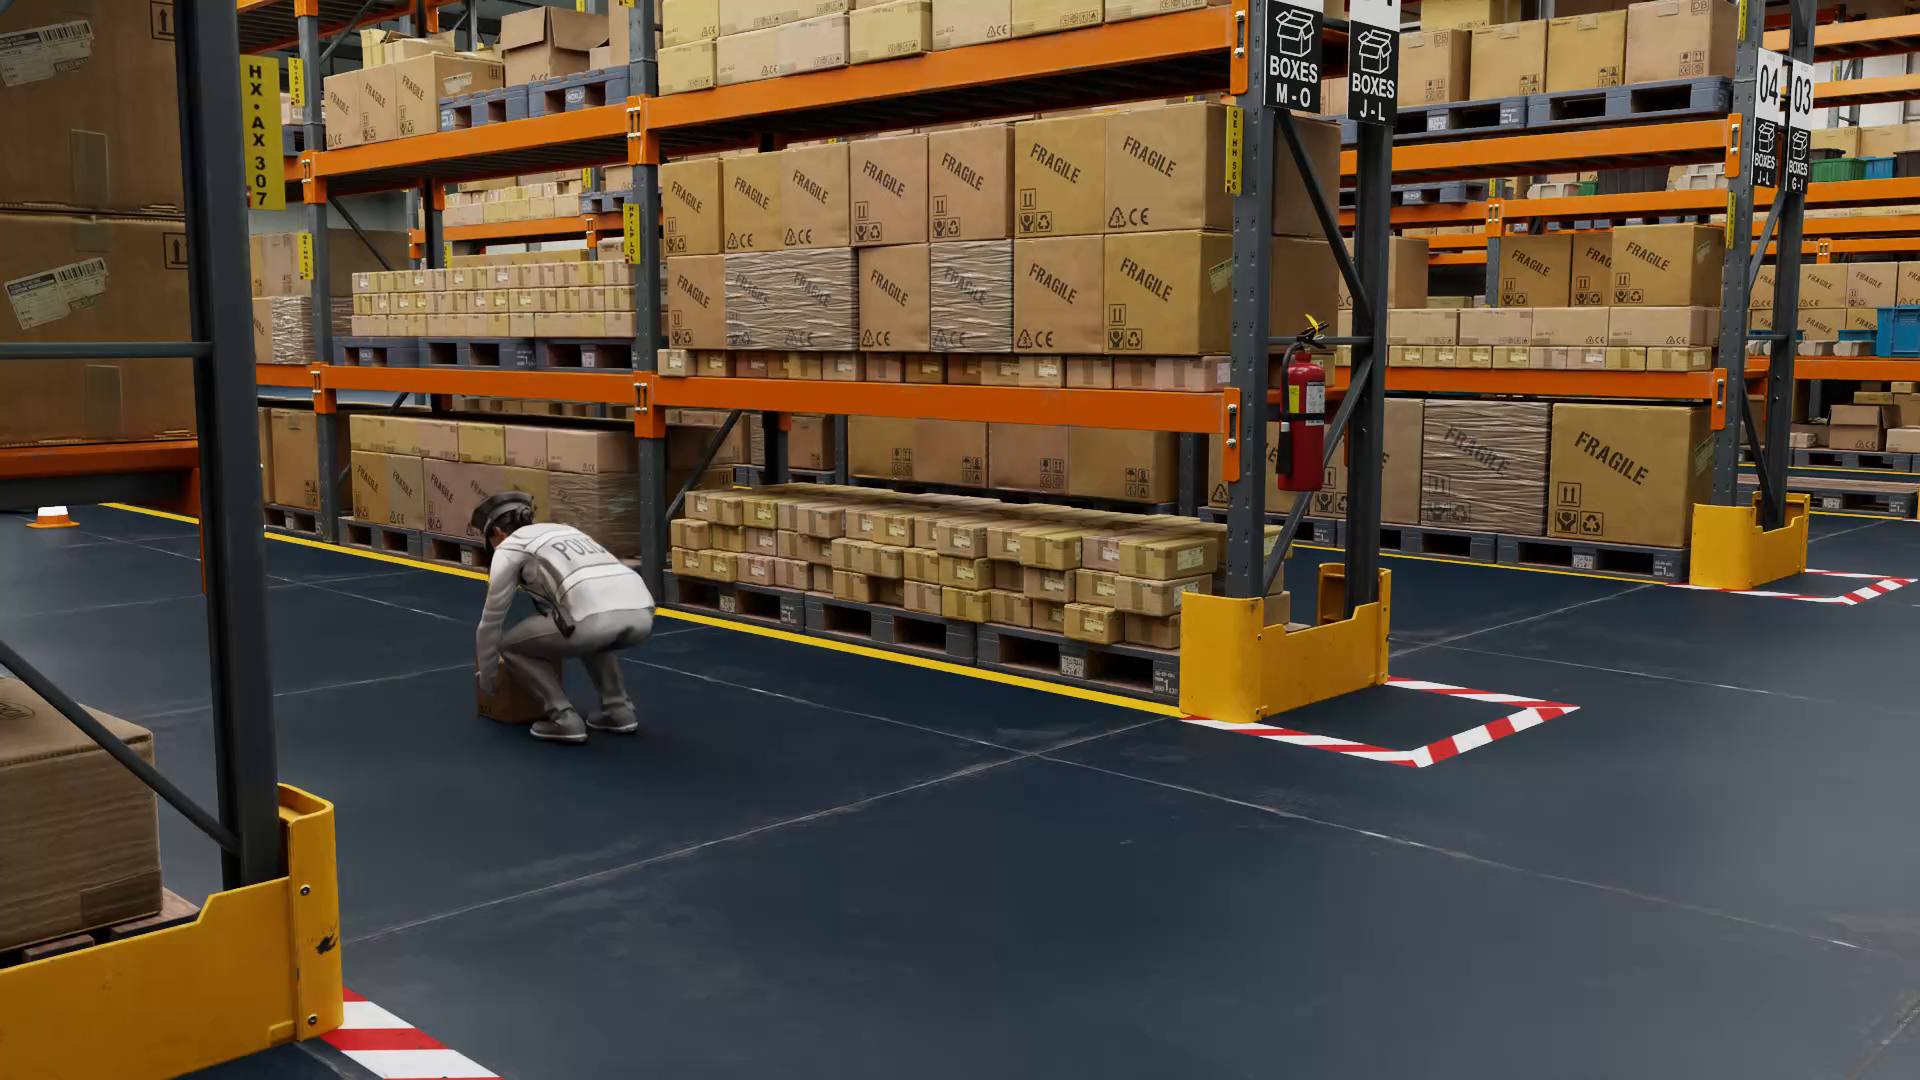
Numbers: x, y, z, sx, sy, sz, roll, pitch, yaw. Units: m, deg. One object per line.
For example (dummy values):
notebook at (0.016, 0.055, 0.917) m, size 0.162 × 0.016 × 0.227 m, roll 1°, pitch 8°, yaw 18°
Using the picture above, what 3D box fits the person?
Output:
person at (-1.563, 0.287, 6.461) m, size 0.853 × 0.928 × 0.486 m, roll 7°, pitch 10°, yaw 43°
